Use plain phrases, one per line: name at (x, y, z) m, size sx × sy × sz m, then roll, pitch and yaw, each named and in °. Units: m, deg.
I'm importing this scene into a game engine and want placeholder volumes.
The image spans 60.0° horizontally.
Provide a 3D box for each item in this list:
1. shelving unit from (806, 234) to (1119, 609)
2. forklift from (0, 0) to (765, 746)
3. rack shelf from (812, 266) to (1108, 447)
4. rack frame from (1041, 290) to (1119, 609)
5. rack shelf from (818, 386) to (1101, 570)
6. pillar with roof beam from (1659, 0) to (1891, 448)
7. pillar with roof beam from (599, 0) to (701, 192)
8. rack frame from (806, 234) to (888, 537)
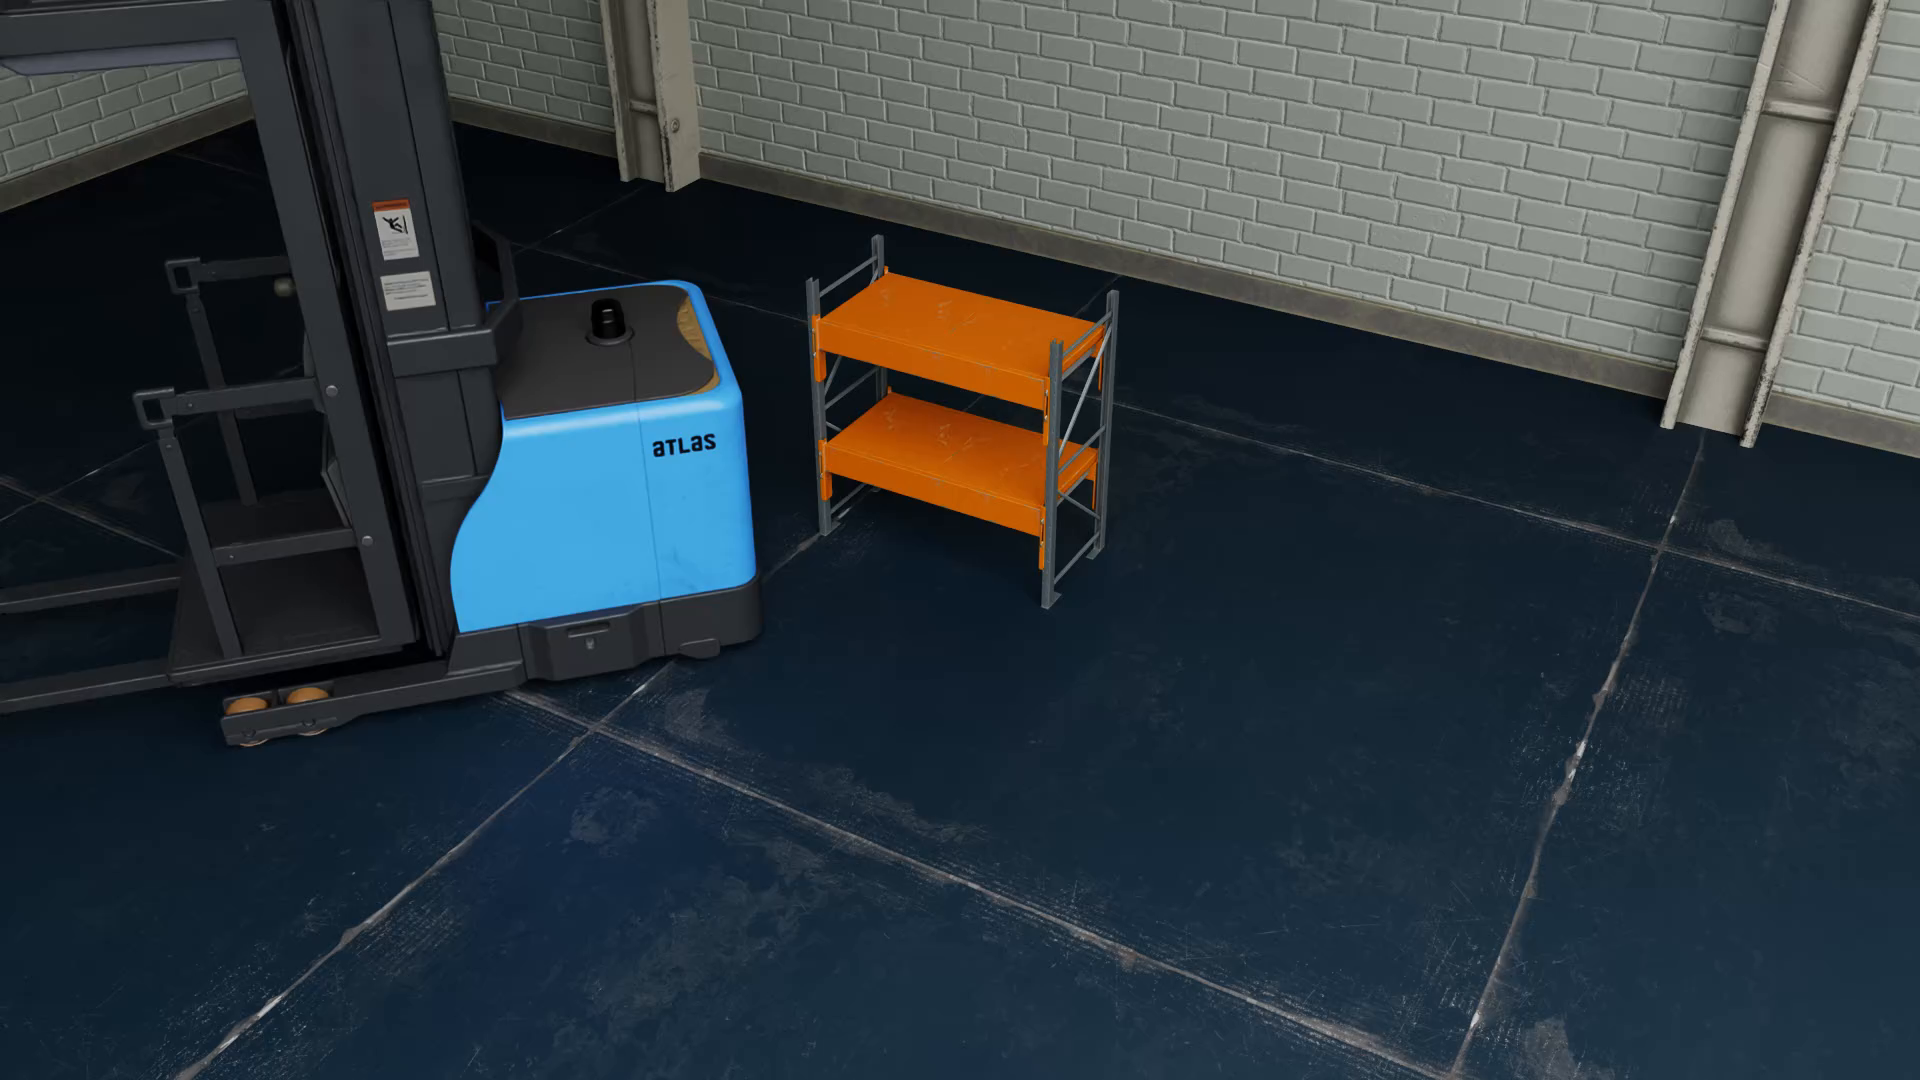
shelving unit at (0.006, -0.466, 6.435) m, size 1.048 × 1.125 × 0.538 m, roll 18°, pitch 37°, yaw 24°
forklift at (-2.298, -0.842, 5.370) m, size 3.031 × 2.935 × 1.130 m, roll -9°, pitch 35°, yaw -14°
rack shelf at (0.006, -0.710, 6.273) m, size 1.000 × 0.278 × 0.538 m, roll 18°, pitch 37°, yaw 24°
rack frame at (0.447, -0.327, 6.225) m, size 0.032 × 1.125 × 0.500 m, roll 18°, pitch 37°, yaw 24°
rack shelf at (0.006, -0.263, 6.571) m, size 1.000 × 0.278 × 0.538 m, roll 18°, pitch 37°, yaw 24°
pillar with roof beam at (1.275, -2.208, 1.947) m, size 0.400 × 9.000 × 9.100 m, roll 18°, pitch 37°, yaw 24°
pillar with roof beam at (-3.934, -3.858, 4.425) m, size 0.400 × 9.000 × 9.100 m, roll 18°, pitch 37°, yaw 24°
rack frame at (-0.435, -0.606, 6.645) m, size 0.032 × 1.125 × 0.500 m, roll 18°, pitch 37°, yaw 24°
